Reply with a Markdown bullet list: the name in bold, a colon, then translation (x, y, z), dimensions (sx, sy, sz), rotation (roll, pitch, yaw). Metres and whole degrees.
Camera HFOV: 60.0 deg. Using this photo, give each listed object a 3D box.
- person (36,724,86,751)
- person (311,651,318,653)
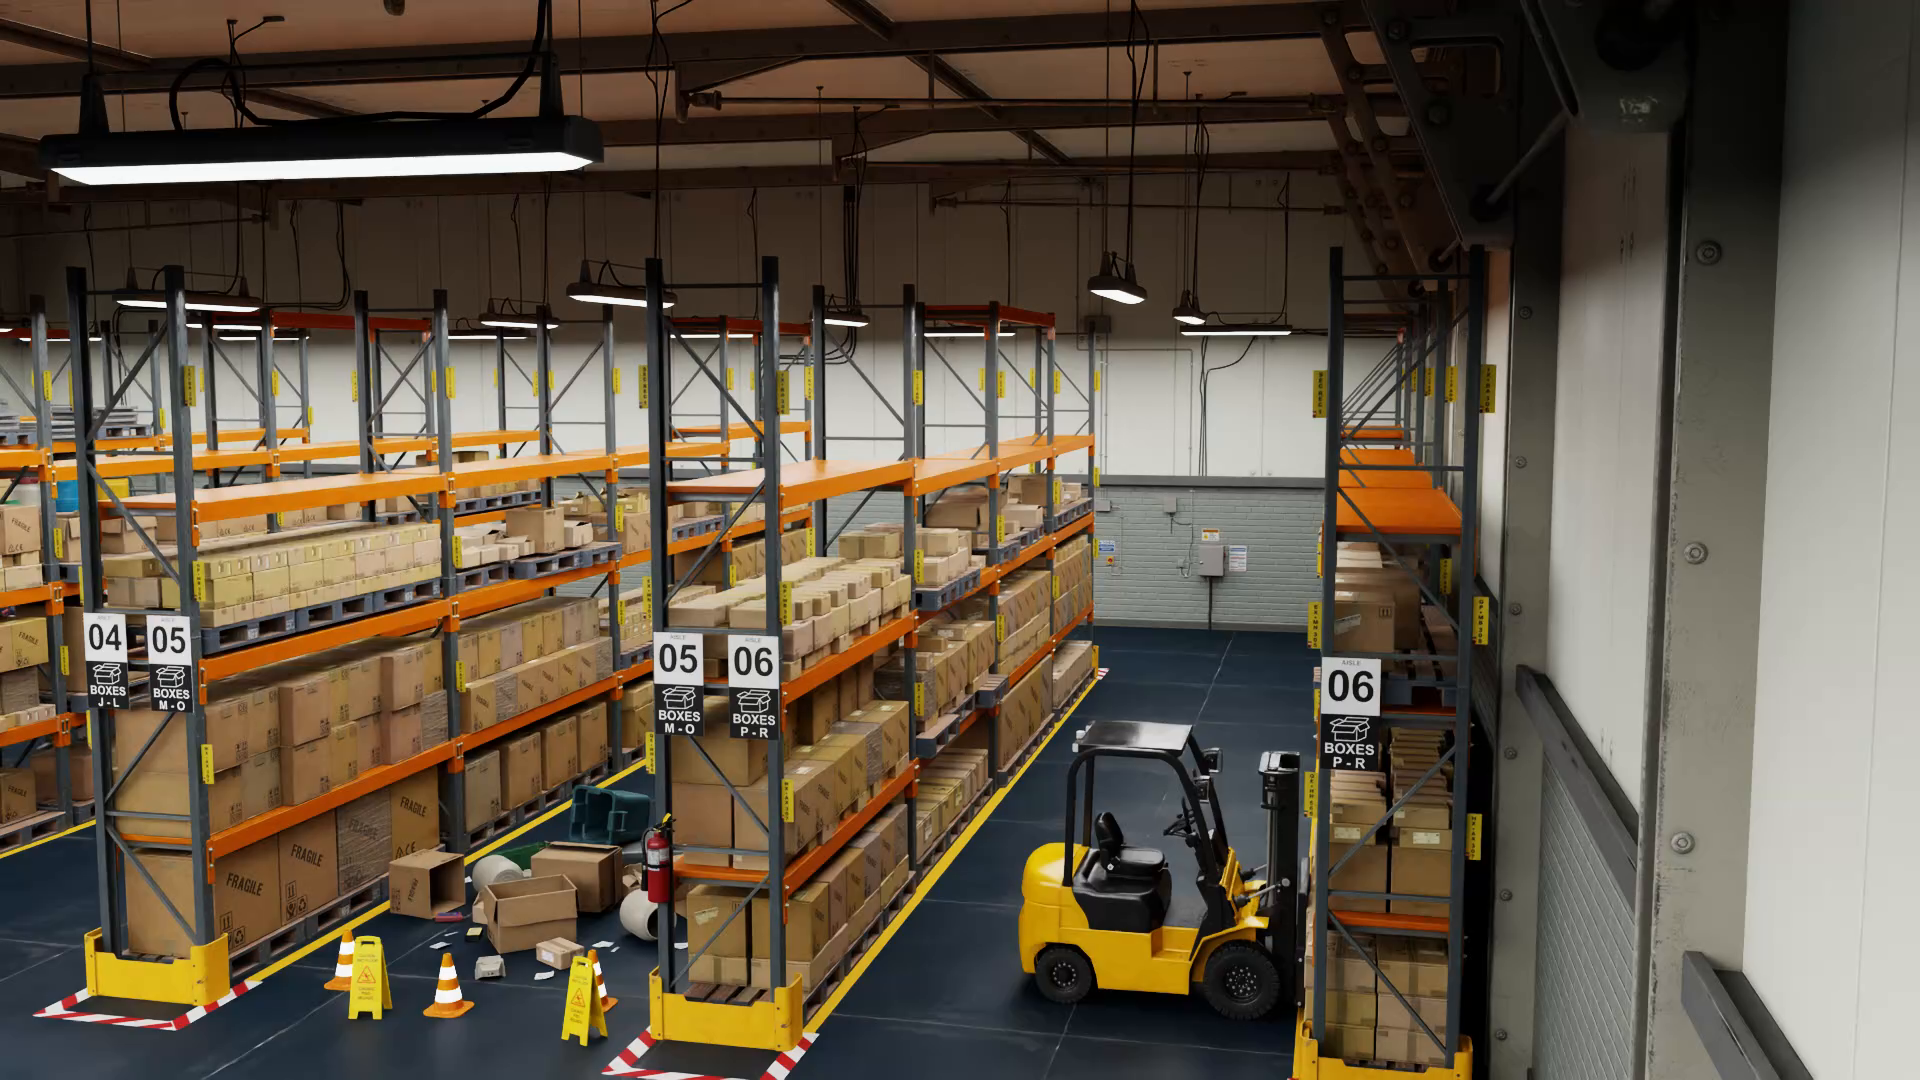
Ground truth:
- **person**: translation (-12.418, 1.982, 22.948), dimensions (0.667, 1.763, 0.753), rotation (1, 6, 7)
- **person**: translation (-8.230, 2.194, 20.931), dimensions (0.598, 1.765, 0.782), rotation (-1, 6, -10)
